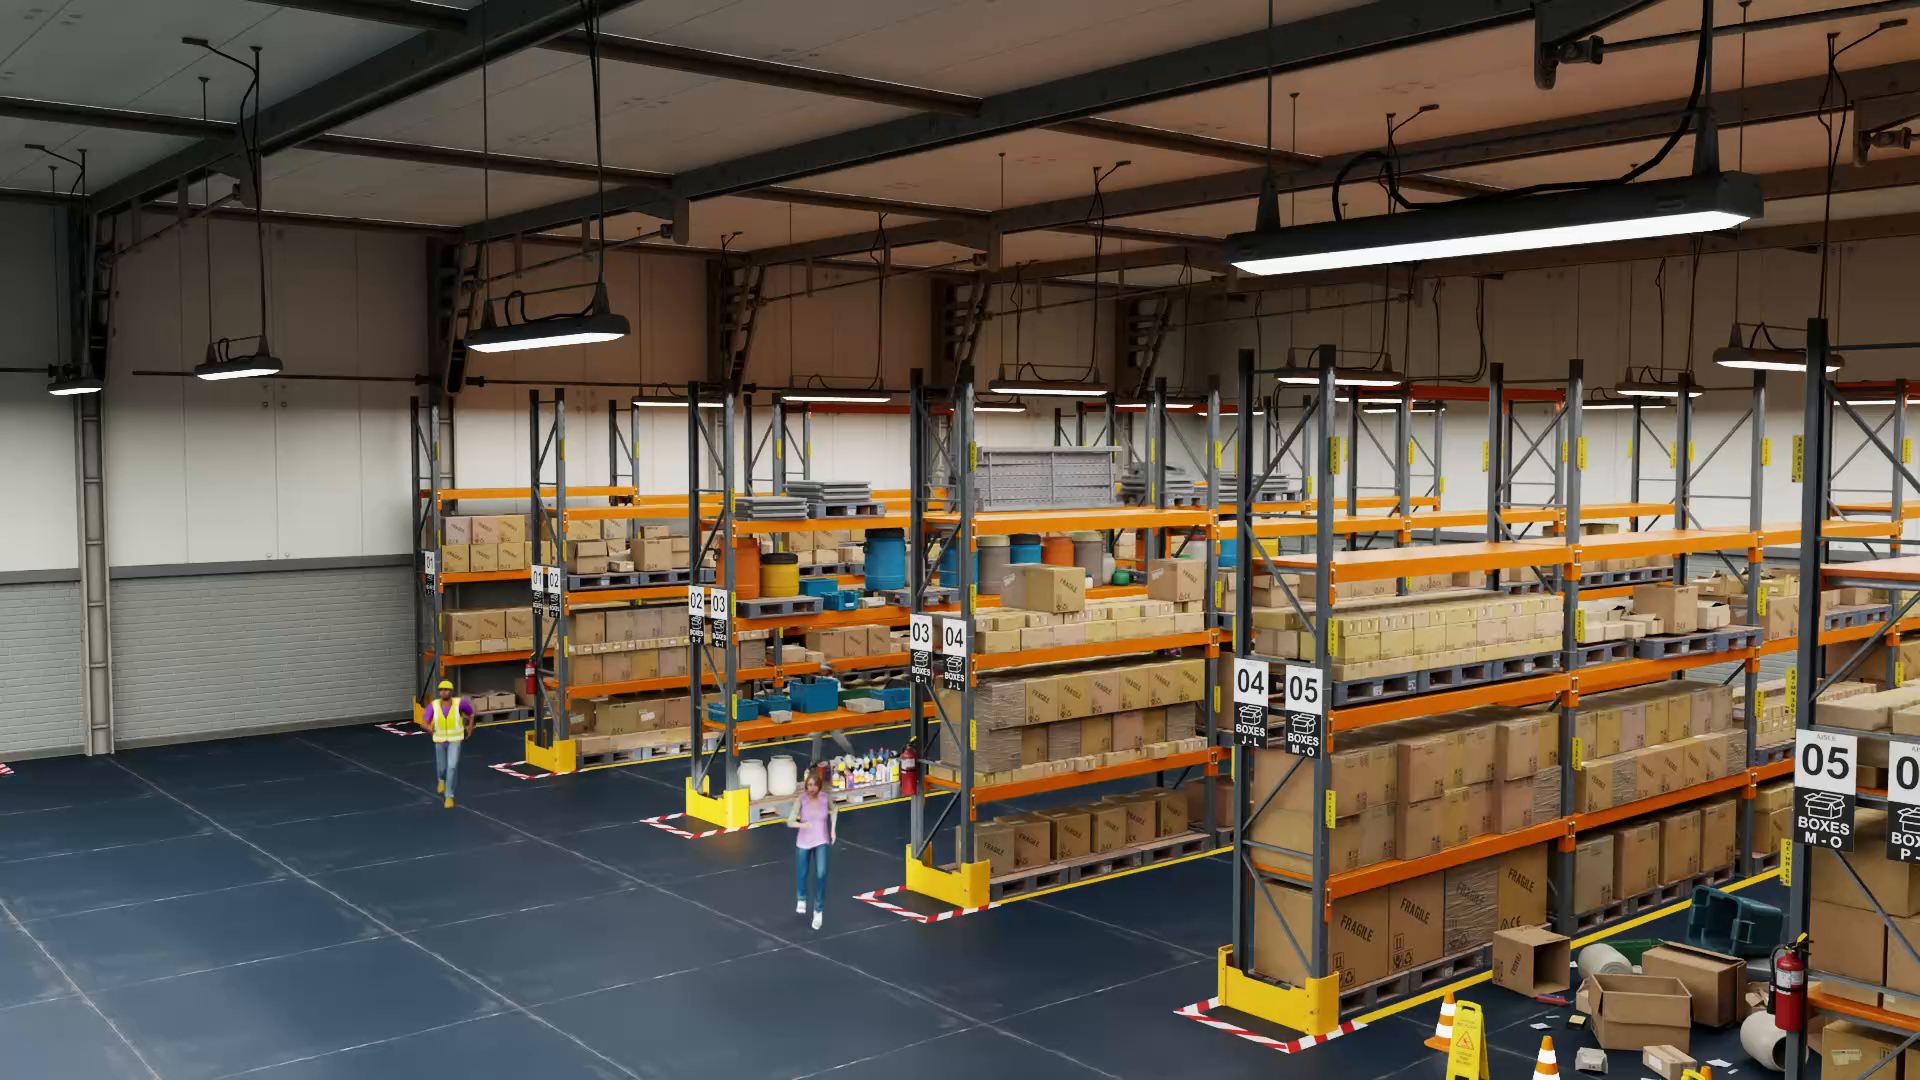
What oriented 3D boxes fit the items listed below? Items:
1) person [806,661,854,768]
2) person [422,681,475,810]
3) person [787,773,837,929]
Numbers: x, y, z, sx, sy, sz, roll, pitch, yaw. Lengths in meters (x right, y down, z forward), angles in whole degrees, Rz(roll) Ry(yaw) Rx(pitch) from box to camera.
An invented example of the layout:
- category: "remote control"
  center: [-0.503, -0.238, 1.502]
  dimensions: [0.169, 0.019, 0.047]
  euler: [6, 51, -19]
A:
- category: "person"
  center: [-2.076, 2.742, 26.312]
  dimensions: [0.567, 1.697, 0.915]
  euler: [3, 5, 43]
- category: "person"
  center: [-7.313, 2.880, 23.777]
  dimensions: [0.710, 1.773, 0.975]
  euler: [-1, 3, -9]
- category: "person"
  center: [-1.579, 3.297, 17.832]
  dimensions: [0.548, 1.619, 0.777]
  euler: [0, 3, -7]
